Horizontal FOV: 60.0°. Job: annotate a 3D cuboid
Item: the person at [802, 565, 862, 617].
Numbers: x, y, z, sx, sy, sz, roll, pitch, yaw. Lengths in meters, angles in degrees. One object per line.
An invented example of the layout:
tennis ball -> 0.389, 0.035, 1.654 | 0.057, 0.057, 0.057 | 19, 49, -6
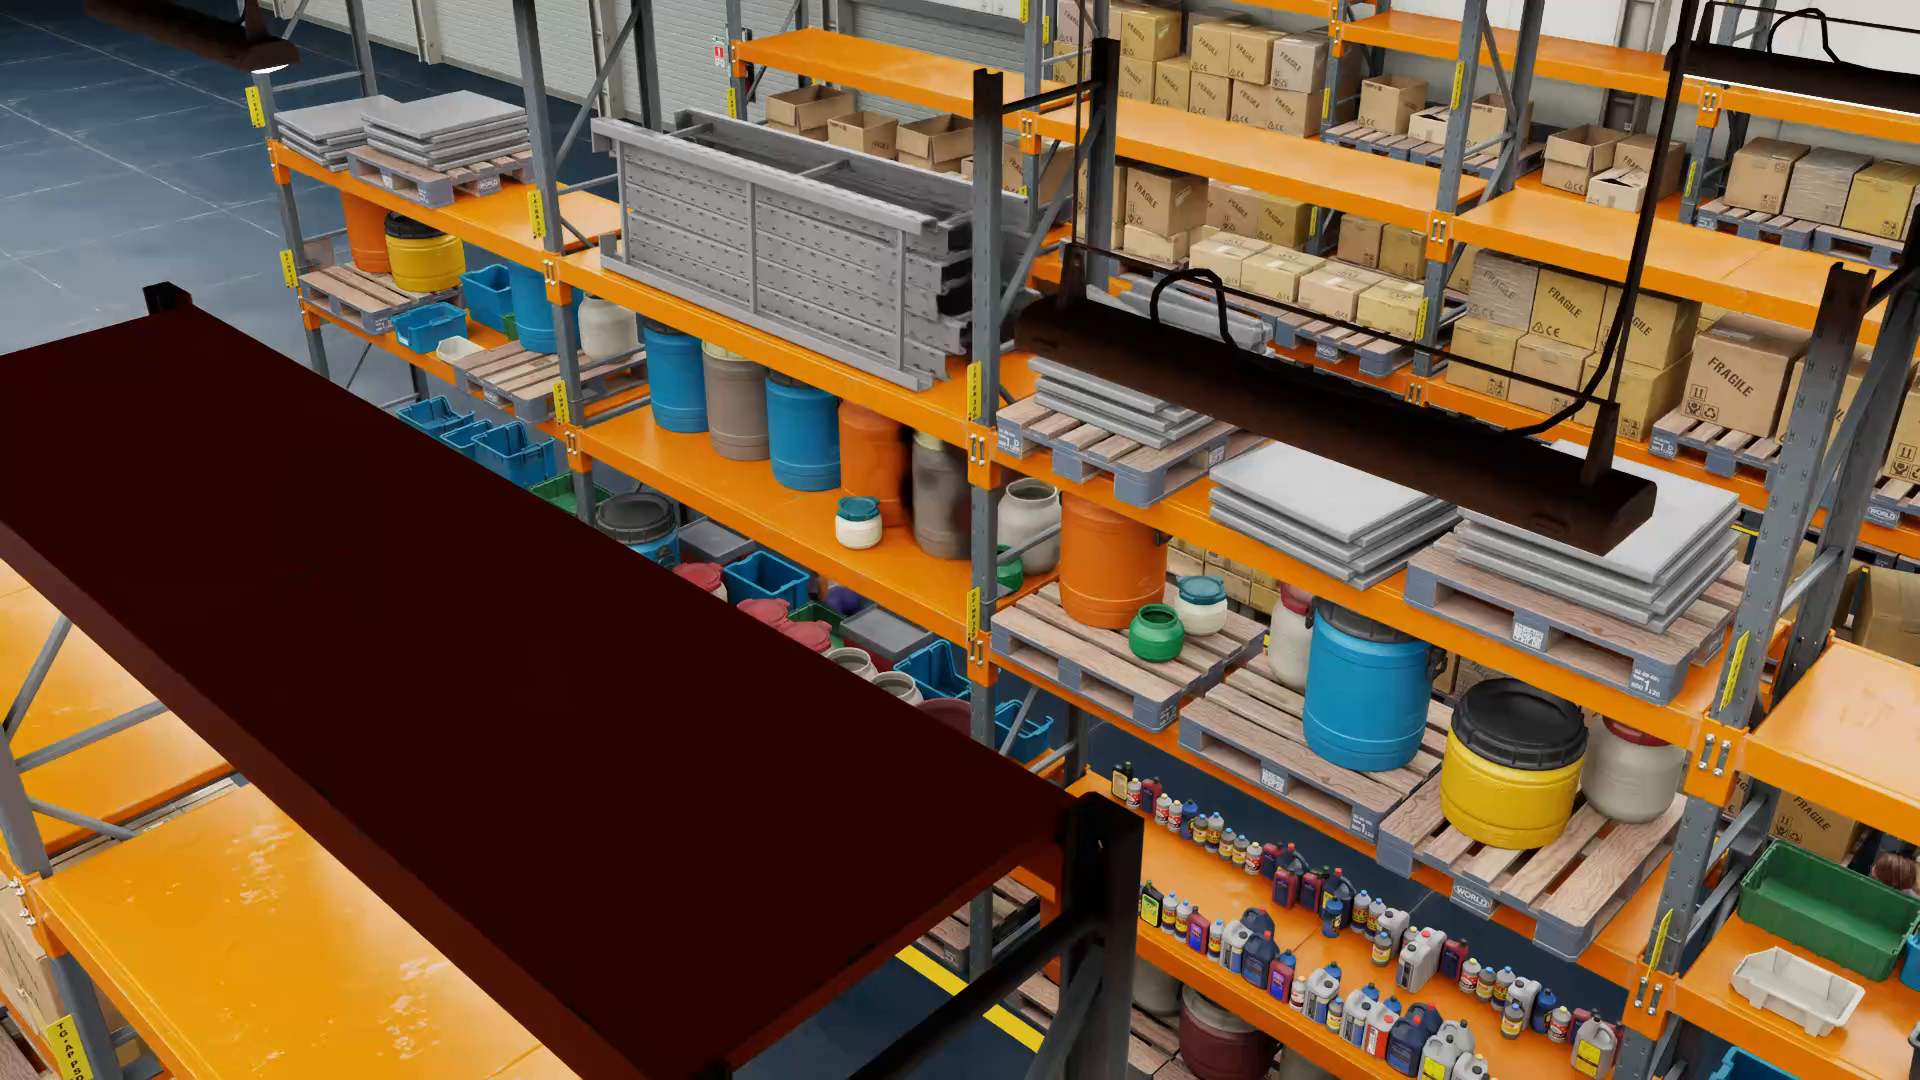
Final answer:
person -> -1.041, 0.555, 13.632 | 0.957, 1.627, 0.608 | 24, 37, 36

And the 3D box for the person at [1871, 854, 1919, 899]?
person -> 5.472, 2.534, 10.063 | 0.888, 1.591, 0.536 | 19, 35, 30
